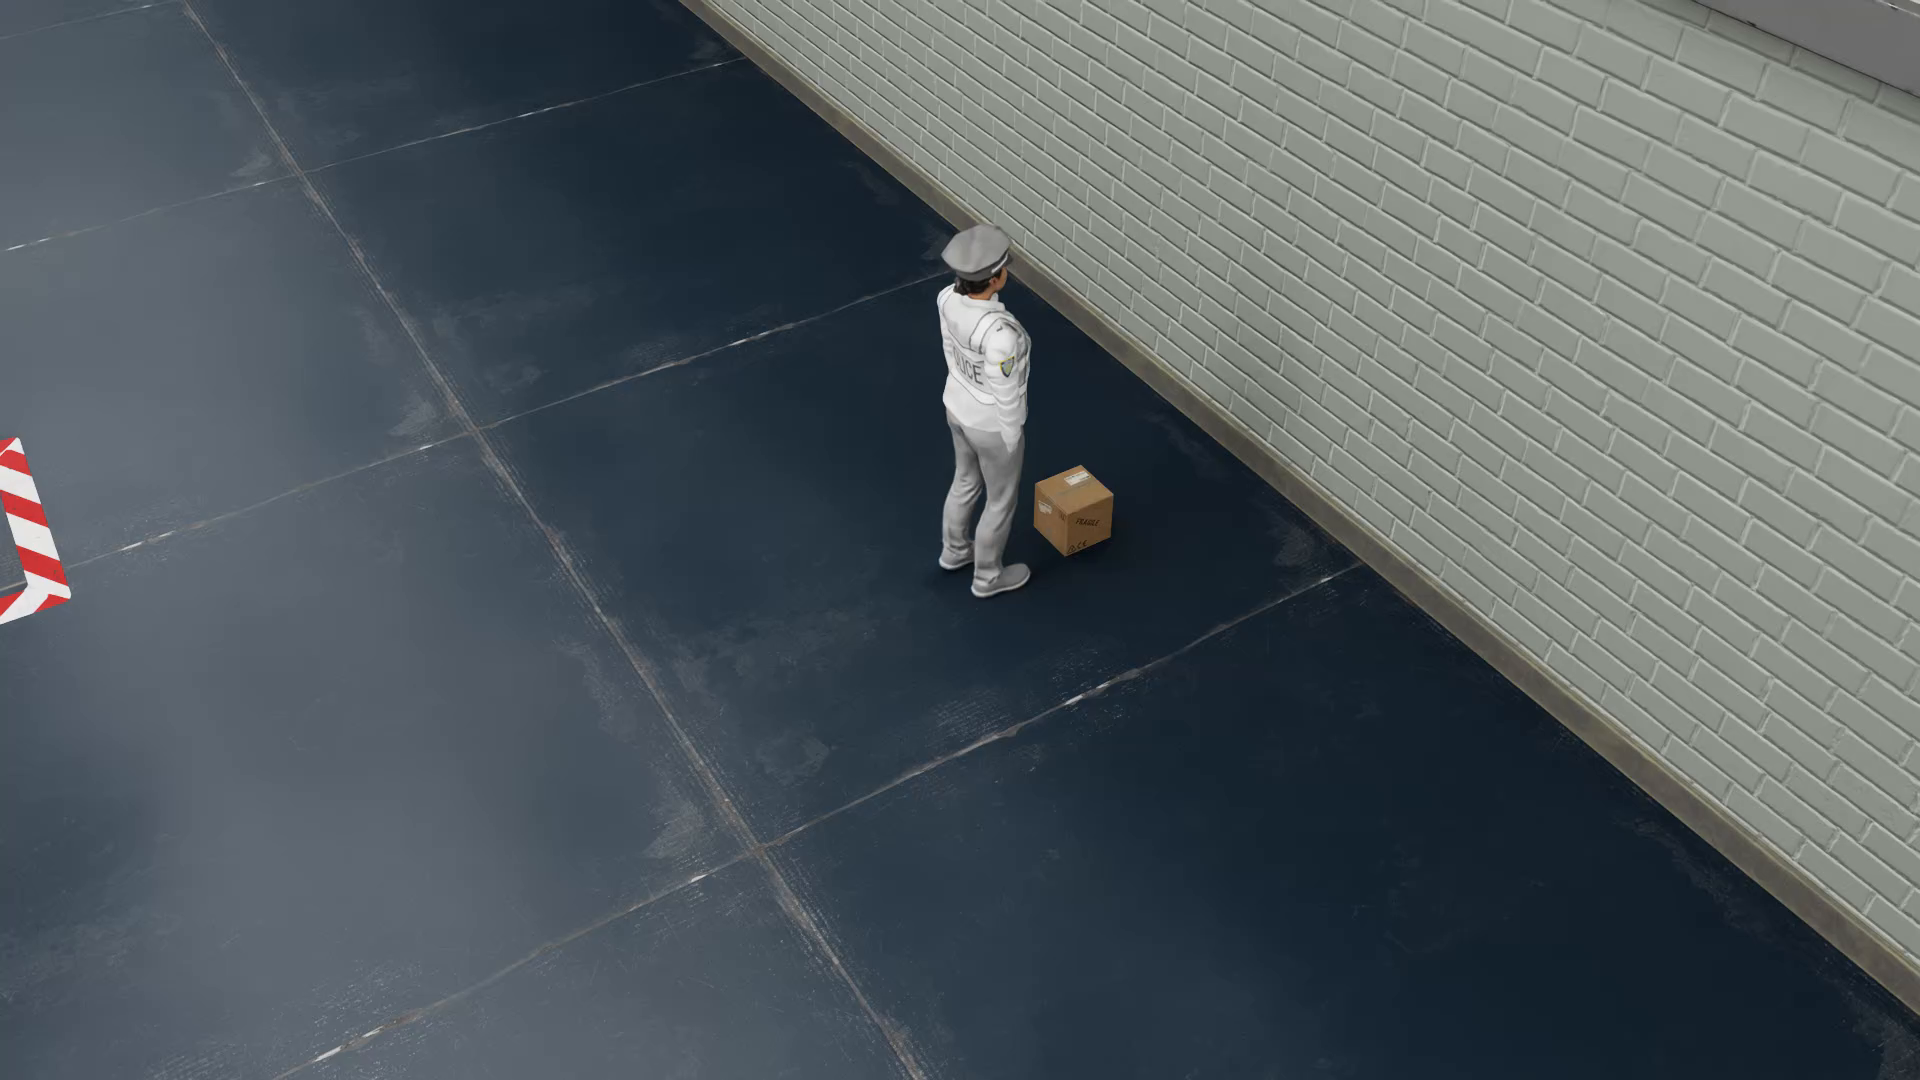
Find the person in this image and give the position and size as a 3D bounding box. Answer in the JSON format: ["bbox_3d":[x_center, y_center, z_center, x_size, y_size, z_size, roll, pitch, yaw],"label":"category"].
[{"bbox_3d":[0.104,-0.504,6.737,0.341,1.692,0.466,-22,45,-23],"label":"person"}]
